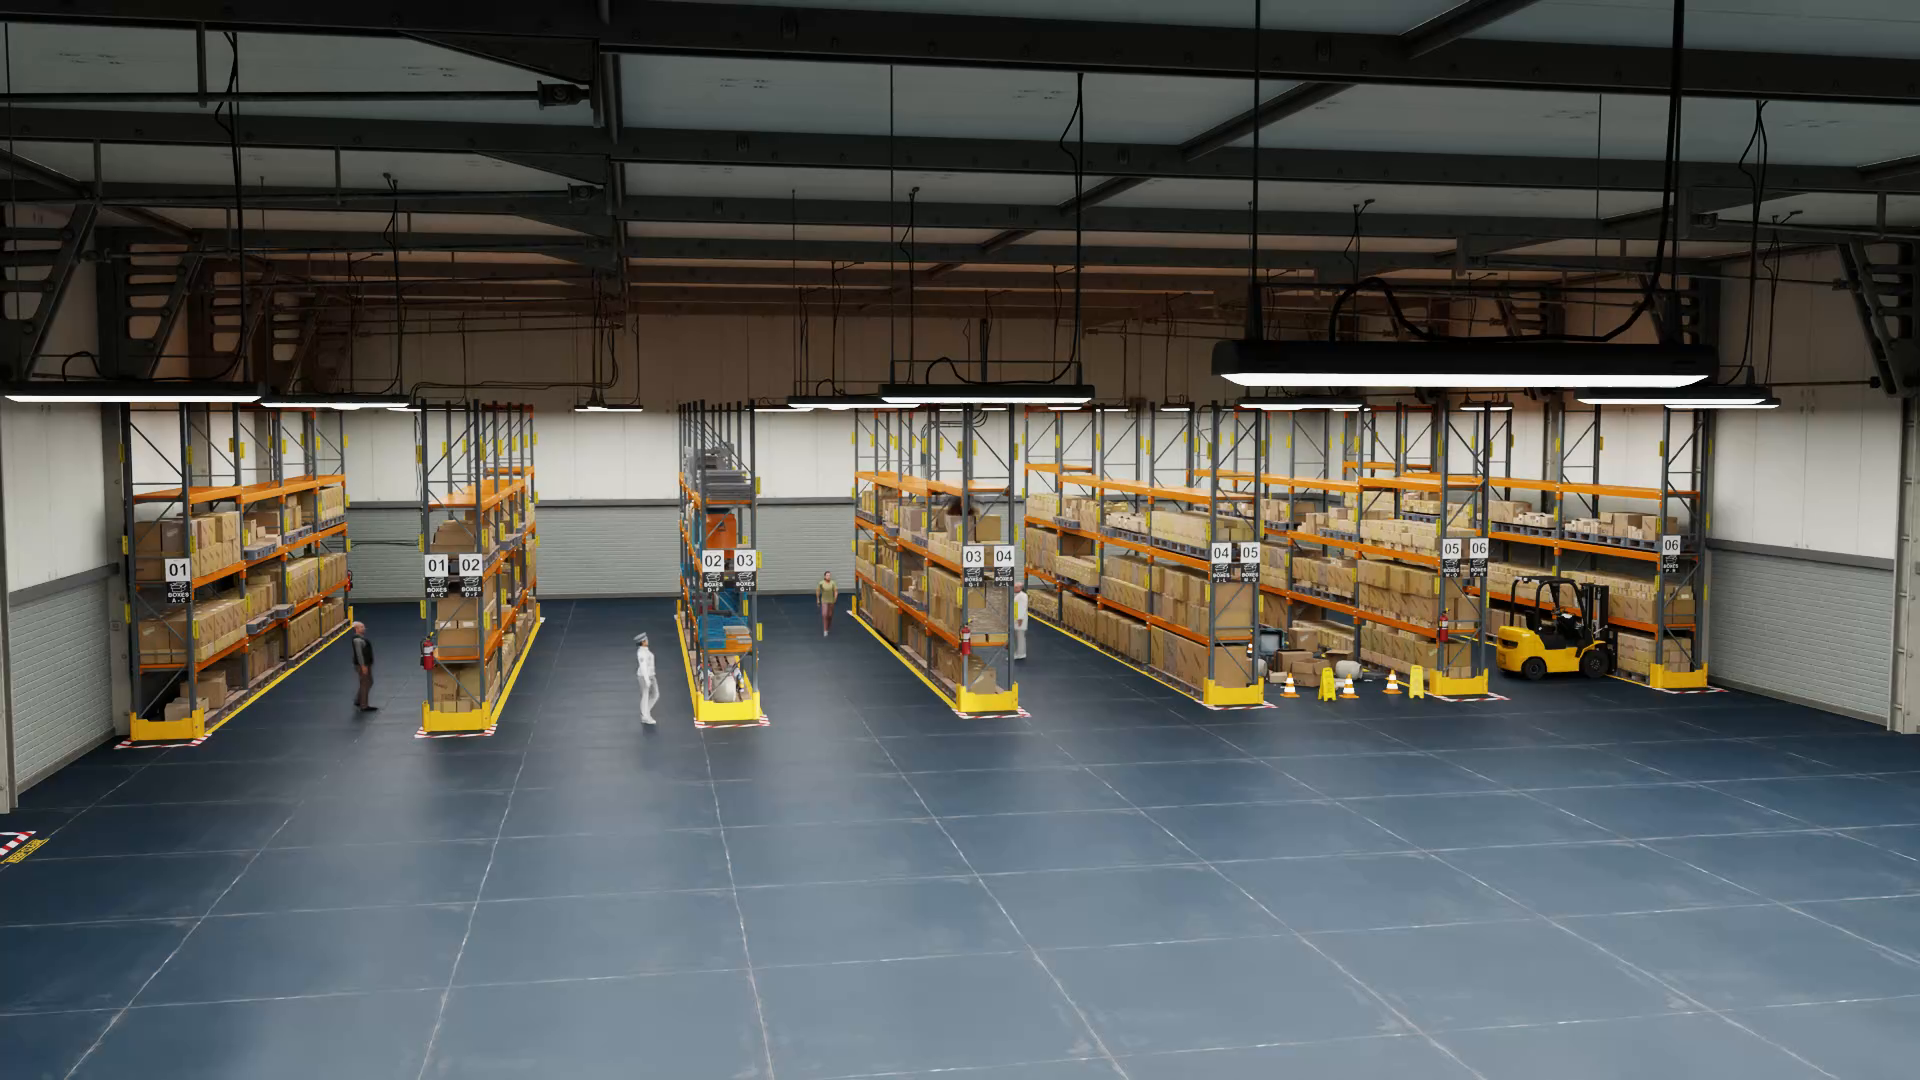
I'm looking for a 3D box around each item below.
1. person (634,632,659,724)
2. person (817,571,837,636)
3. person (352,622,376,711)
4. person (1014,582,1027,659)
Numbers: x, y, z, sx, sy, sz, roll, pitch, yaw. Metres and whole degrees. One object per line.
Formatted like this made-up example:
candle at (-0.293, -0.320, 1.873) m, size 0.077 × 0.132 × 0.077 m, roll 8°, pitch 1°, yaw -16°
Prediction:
person at (-5.839, 2.561, 30.906) m, size 0.414 × 1.701 × 0.514 m, roll 1°, pitch 4°, yaw 13°
person at (-3.468, 1.646, 43.470) m, size 0.533 × 1.672 × 0.932 m, roll -1°, pitch 4°, yaw -10°
person at (-11.521, 2.435, 32.115) m, size 0.411 × 1.724 × 0.554 m, roll -2°, pitch 5°, yaw -28°
person at (1.326, 1.877, 39.009) m, size 0.474 × 1.784 × 0.619 m, roll -2°, pitch 5°, yaw -27°
